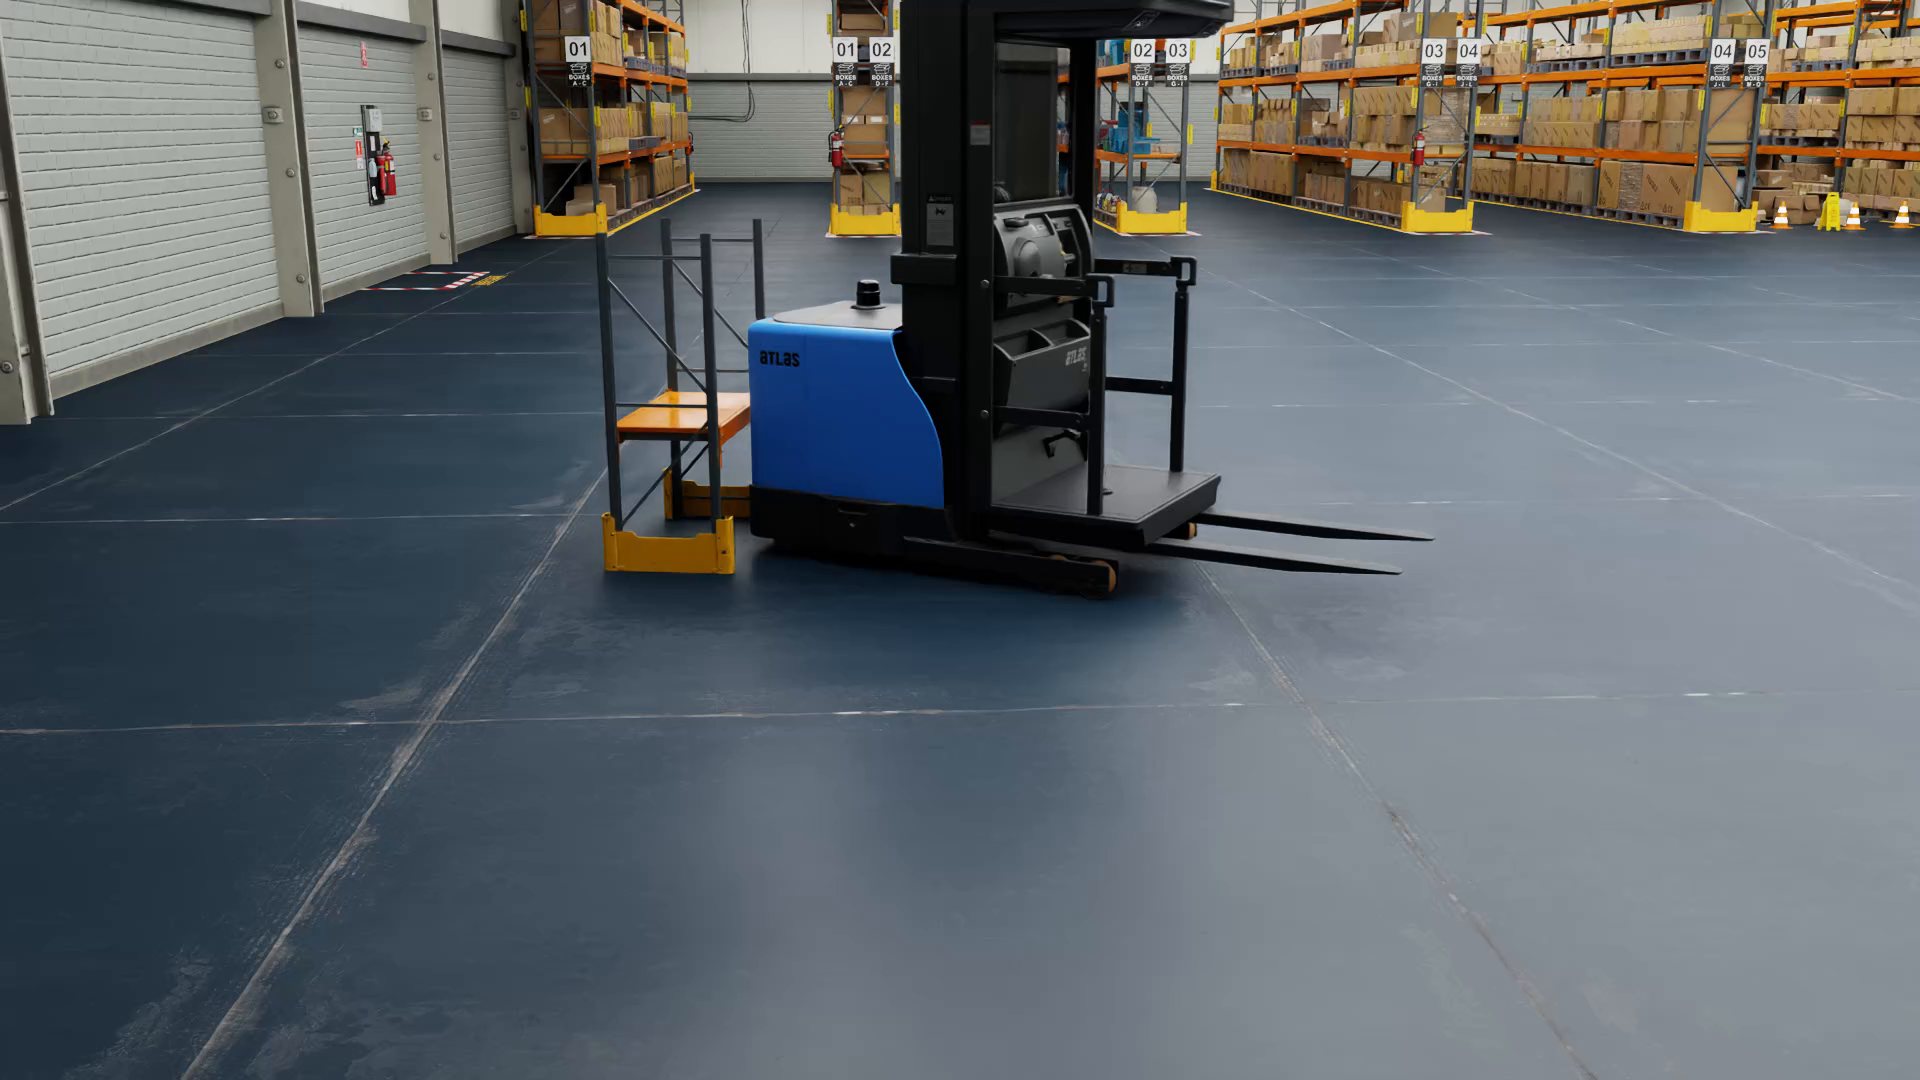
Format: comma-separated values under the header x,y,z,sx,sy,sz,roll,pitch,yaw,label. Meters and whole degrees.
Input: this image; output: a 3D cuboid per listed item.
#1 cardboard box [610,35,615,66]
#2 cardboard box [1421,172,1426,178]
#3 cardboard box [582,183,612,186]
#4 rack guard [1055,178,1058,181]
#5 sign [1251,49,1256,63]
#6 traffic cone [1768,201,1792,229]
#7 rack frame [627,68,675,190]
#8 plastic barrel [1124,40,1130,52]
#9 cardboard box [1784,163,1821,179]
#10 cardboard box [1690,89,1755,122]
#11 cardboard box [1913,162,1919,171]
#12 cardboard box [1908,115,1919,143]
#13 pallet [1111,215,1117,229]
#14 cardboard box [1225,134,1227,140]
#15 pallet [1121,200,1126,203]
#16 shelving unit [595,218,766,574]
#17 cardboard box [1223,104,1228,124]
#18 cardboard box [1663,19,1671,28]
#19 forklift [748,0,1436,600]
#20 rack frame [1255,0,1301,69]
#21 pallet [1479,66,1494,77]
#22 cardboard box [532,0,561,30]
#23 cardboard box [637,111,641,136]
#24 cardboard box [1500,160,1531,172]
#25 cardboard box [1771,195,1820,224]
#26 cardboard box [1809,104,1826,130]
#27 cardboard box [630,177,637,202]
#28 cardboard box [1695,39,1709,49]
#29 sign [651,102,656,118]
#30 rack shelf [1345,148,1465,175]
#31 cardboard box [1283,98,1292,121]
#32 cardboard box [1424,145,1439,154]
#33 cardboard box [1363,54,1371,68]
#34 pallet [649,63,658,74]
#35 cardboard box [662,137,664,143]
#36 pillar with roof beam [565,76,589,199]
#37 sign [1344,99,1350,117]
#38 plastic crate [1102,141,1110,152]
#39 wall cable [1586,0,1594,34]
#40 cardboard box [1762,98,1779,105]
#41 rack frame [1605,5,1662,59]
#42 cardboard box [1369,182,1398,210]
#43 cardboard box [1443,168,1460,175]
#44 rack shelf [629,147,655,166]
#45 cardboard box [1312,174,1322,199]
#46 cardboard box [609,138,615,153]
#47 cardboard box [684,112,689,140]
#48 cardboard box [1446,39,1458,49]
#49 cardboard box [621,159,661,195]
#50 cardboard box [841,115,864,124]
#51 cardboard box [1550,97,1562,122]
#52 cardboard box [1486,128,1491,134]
x,y,z,sx,sy,sz,roll,pitch,yaw,label
-6.424,-8.701,29.564,0.500,0.500,0.500,-1,15,-6,cardboard box
12.111,-9.415,42.879,0.380,0.149,0.250,-2,15,-6,cardboard box
-6.689,-6.320,30.705,0.500,0.500,0.500,-2,15,-8,cardboard box
2.337,-9.508,43.976,1.175,0.500,0.348,-1,14,-3,rack guard
6.989,-11.527,39.590,0.100,0.325,0.005,-1,14,-3,sign
14.627,-5.787,29.588,0.336,0.463,0.334,-1,14,-3,traffic cone
-7.289,-9.565,39.182,1.000,3.000,0.127,-1,14,-3,rack frame
3.145,-8.762,28.822,0.600,0.588,0.600,0,14,0,plastic barrel
22.097,-9.646,43.669,0.700,0.500,0.500,0,14,-1,cardboard box
13.258,-7.550,28.882,0.875,0.550,0.550,-1,14,-3,cardboard box
17.765,-6.860,30.537,0.380,0.149,0.250,-1,14,-3,cardboard box
17.814,-7.535,30.495,0.500,0.500,0.500,-1,14,-4,cardboard box
3.246,-5.603,29.380,1.003,0.211,1.213,-1,14,-3,pallet
7.038,-10.382,42.860,0.380,0.149,0.250,-1,14,-4,cardboard box
2.929,-6.877,34.329,1.003,0.211,1.213,-1,14,-3,pallet
-1.259,-0.714,7.793,0.587,1.500,1.083,1,14,6,shelving unit
7.086,-10.976,42.864,0.500,0.500,0.500,-1,14,-5,cardboard box
12.805,-9.225,29.702,0.380,0.149,0.250,-1,14,-4,cardboard box
0.559,-1.318,7.265,3.031,2.935,1.130,7,16,26,forklift
7.543,-12.700,39.326,1.000,3.000,0.127,-1,14,-3,rack frame
12.499,-10.794,38.317,1.213,0.211,1.003,-1,14,-3,pallet
-6.833,-8.679,27.470,0.500,0.500,0.500,0,14,-1,cardboard box
-6.940,-8.576,34.256,0.700,0.500,0.500,-2,15,-9,cardboard box
12.443,-8.373,37.218,0.500,0.250,0.500,-1,14,-5,cardboard box
15.541,-6.152,30.926,0.797,0.503,0.637,-13,20,-42,cardboard box
17.640,-8.588,33.745,0.500,0.500,0.500,-1,14,-3,cardboard box
-6.969,-7.141,33.895,0.700,0.500,0.500,-1,14,-4,cardboard box
12.884,-8.522,28.568,0.380,0.149,0.250,-1,14,-4,cardboard box
-6.500,-9.103,35.222,0.100,0.325,0.005,-1,14,-3,sign
8.162,-6.959,30.497,1.077,0.370,4.000,-1,14,-3,rack shelf
7.724,-9.678,37.407,0.797,0.503,0.637,-1,14,-2,cardboard box
8.062,-6.756,28.768,0.380,0.149,0.250,-1,14,-3,cardboard box
7.848,-8.937,31.024,0.500,0.250,0.500,-1,14,-4,cardboard box
-7.134,-10.091,35.584,1.213,0.211,1.003,0,14,-1,pallet
-6.951,-9.119,37.913,0.380,0.149,0.250,-1,14,-3,cardboard box
-3.527,-11.205,33.517,9.100,9.000,0.400,-1,14,-3,pillar with roof beam
7.484,-8.356,32.159,0.100,0.325,0.005,-1,14,-3,sign
2.897,-7.284,30.740,0.450,0.188,0.662,-1,14,-3,plastic crate
20.086,-15.321,49.436,2.988,3.039,0.133,-1,14,-3,wall cable
17.895,-9.612,37.156,0.500,0.500,0.500,-1,14,-5,cardboard box
12.995,-10.762,31.793,1.000,3.000,0.127,-1,14,-3,rack frame
8.066,-6.555,31.657,0.500,0.500,0.500,4,15,14,cardboard box
12.162,-9.104,41.075,0.380,0.149,0.250,-1,14,-3,cardboard box
-6.917,-7.724,33.472,1.077,0.370,4.000,-1,14,-3,rack shelf
7.899,-7.498,35.282,0.700,0.500,0.500,-2,15,-8,cardboard box
-6.331,-6.900,29.083,0.500,0.250,0.500,-1,14,-4,cardboard box
-7.495,-10.578,42.518,0.980,0.700,0.700,0,14,-1,cardboard box
8.500,-8.455,28.349,0.380,0.149,0.250,-1,14,-4,cardboard box
-6.956,-7.917,36.249,0.750,0.750,0.750,-1,14,-4,cardboard box
-1.815,-7.113,28.148,0.380,0.149,0.250,-1,14,-4,cardboard box
12.832,-9.018,34.851,0.700,0.500,0.500,-1,14,-4,cardboard box
12.198,-9.303,37.825,0.380,0.149,0.250,-2,15,-6,cardboard box
